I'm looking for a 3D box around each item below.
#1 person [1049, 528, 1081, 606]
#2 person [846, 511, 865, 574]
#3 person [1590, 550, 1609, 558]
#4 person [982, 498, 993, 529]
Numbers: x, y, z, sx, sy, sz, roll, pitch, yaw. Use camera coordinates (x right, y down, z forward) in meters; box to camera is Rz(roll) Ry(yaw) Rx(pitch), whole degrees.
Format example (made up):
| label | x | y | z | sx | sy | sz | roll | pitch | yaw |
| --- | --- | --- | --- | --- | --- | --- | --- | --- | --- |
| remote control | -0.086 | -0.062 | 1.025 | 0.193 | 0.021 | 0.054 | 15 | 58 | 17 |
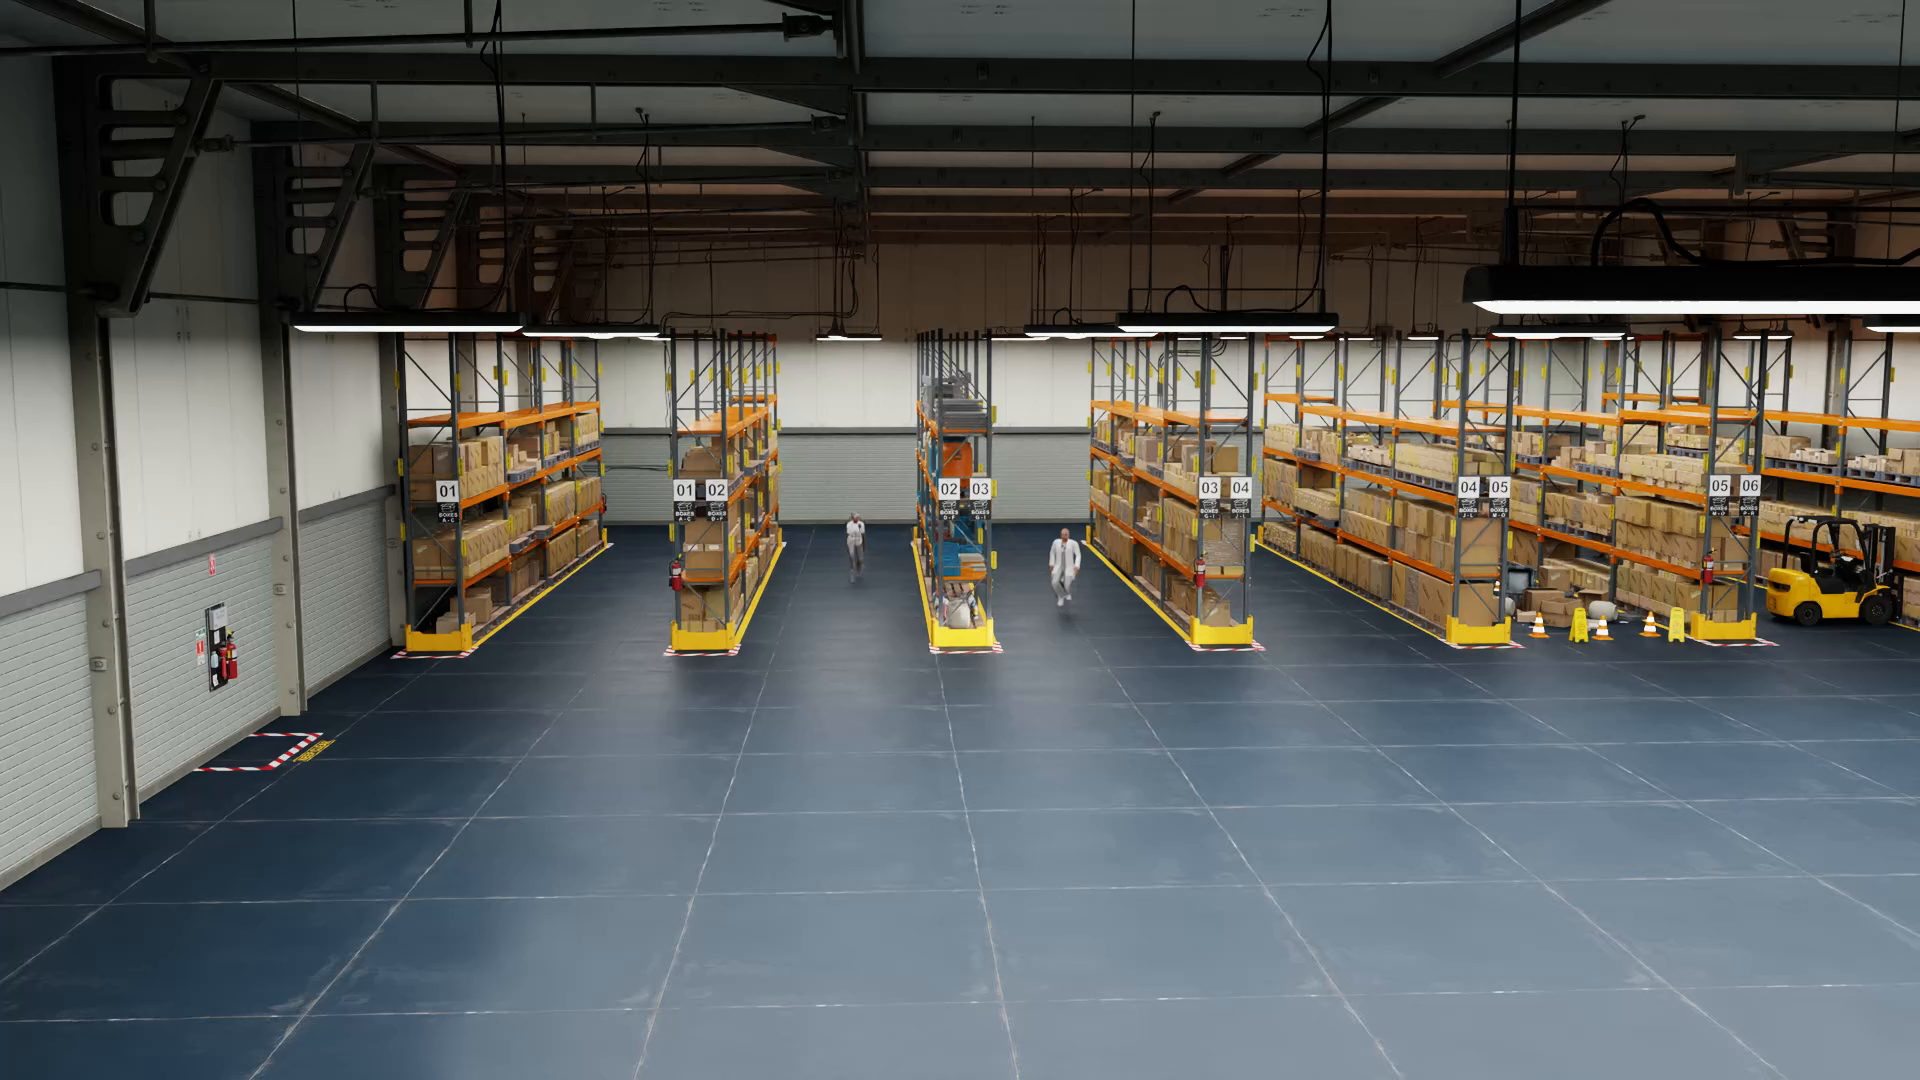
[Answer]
| label | x | y | z | sx | sy | sz | roll | pitch | yaw |
| --- | --- | --- | --- | --- | --- | --- | --- | --- | --- |
| person | 2.220 | 0.578 | 35.347 | 0.718 | 1.667 | 0.569 | 2 | 7 | 17 |
| person | -2.518 | 0.071 | 40.176 | 0.454 | 1.578 | 0.906 | -1 | 7 | -5 |
| person | 17.151 | -0.407 | 44.424 | 0.569 | 1.760 | 0.545 | -4 | 8 | -30 |
| person | 0.783 | -1.120 | 51.310 | 0.612 | 1.577 | 0.418 | 5 | 8 | 37 |
